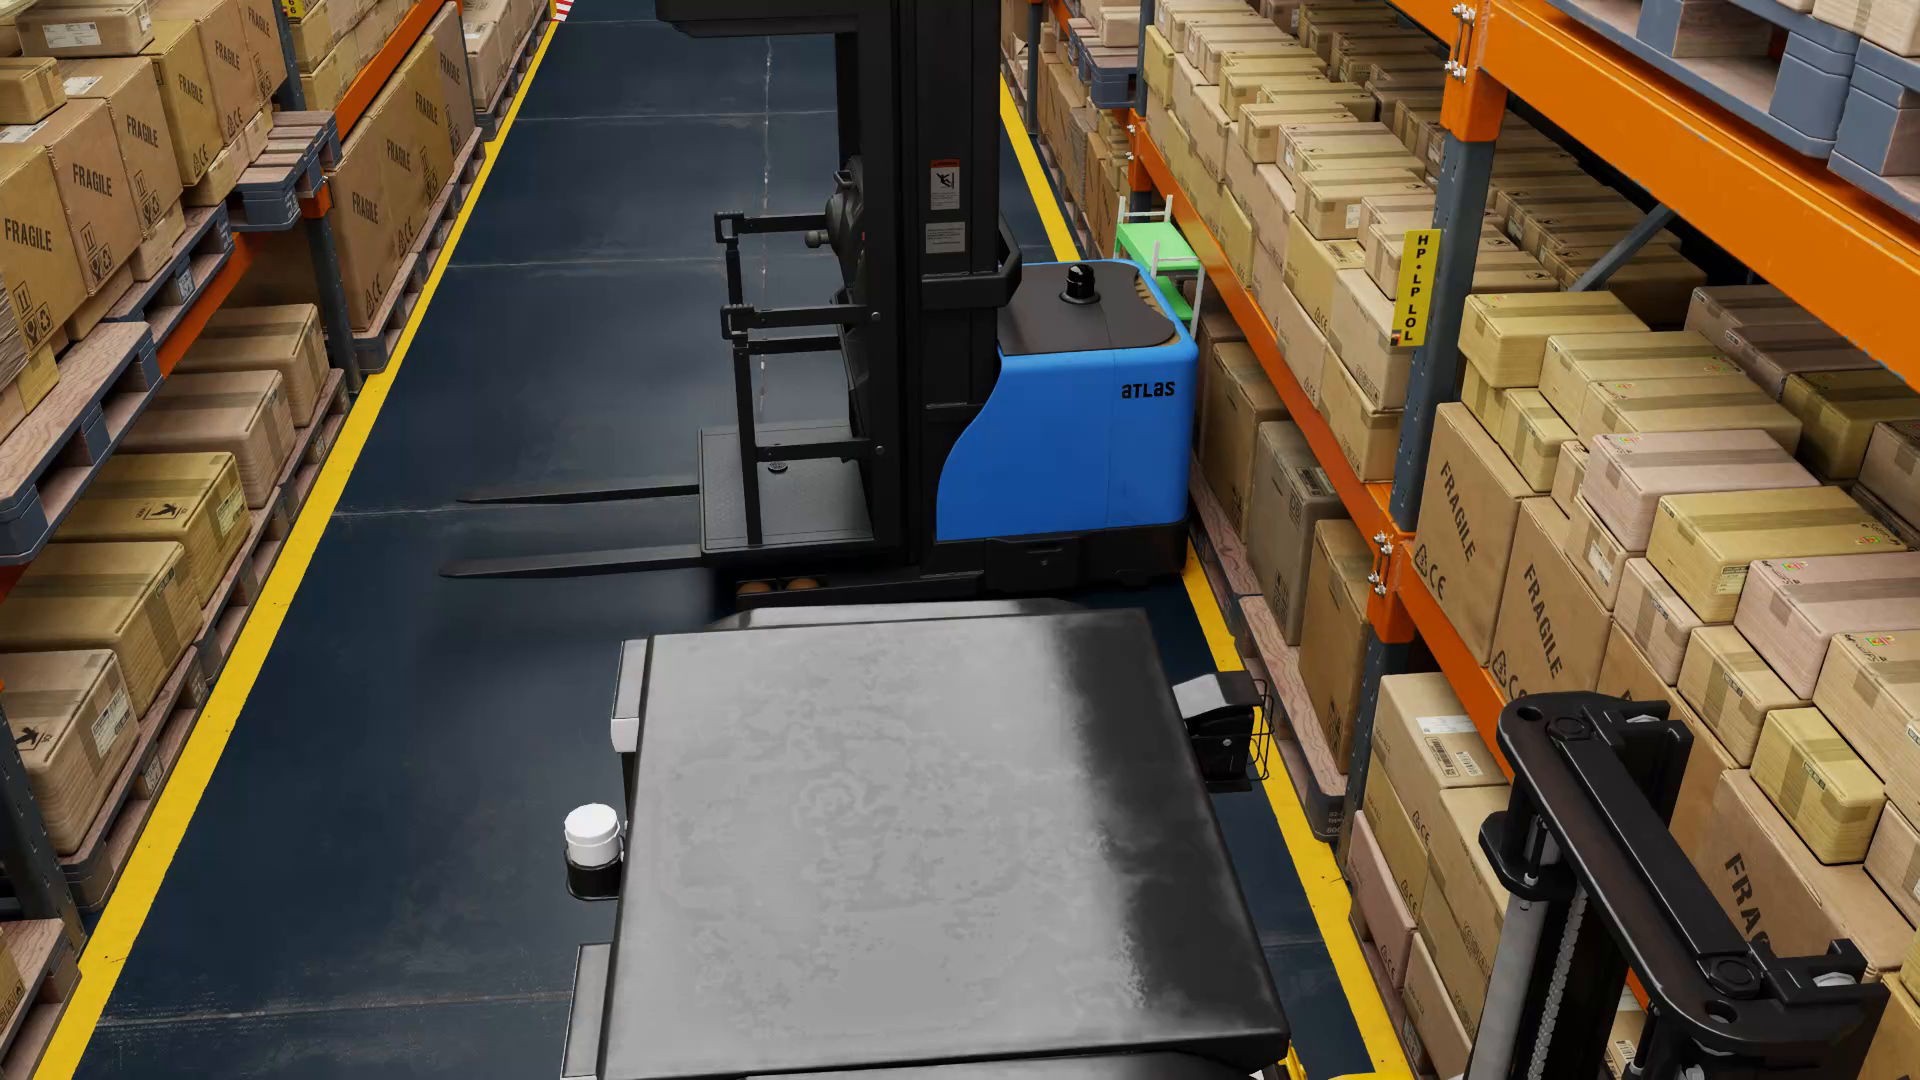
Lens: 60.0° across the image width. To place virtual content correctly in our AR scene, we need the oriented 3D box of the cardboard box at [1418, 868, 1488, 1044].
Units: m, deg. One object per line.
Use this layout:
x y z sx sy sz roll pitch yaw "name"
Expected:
1.528 1.075 4.310 0.500 0.250 0.500 -3 31 -5 "cardboard box"

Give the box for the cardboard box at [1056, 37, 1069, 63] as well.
0.865 -3.366 11.356 0.380 0.149 0.250 -4 31 -6 "cardboard box"

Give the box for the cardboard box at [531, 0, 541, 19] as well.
-4.161 -4.865 14.558 0.875 0.438 0.875 -4 31 -6 "cardboard box"

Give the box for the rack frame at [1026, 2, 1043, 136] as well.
0.993 -4.314 11.547 1.000 3.000 0.127 -3 31 -5 "rack frame"

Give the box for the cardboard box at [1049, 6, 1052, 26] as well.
0.822 -3.634 11.515 0.380 0.149 0.250 -3 31 -5 "cardboard box"

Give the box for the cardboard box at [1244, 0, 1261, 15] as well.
1.475 -2.765 8.447 0.500 0.500 0.500 -1 31 -2 "cardboard box"

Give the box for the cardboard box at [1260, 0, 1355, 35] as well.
1.599 -2.437 7.674 0.380 0.149 0.250 -2 31 -3 "cardboard box"

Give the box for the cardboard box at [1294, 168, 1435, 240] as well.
1.319 -1.101 5.438 0.380 0.149 0.250 -4 31 -6 "cardboard box"

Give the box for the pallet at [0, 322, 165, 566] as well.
-3.127 -0.305 5.022 1.003 0.211 1.213 -3 31 -5 "pallet"

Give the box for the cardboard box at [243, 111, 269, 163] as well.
-3.144 -1.688 6.987 0.380 0.149 0.250 -3 31 -5 "cardboard box"

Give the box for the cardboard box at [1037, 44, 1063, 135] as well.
0.815 -3.163 11.649 0.500 0.500 0.500 -1 31 -2 "cardboard box"

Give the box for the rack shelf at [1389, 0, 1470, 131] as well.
1.554 -2.230 5.834 1.077 0.370 4.000 -3 31 -5 "rack shelf"

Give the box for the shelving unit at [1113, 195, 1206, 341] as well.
0.848 -0.892 7.515 0.258 1.200 0.503 -4 34 -12 "shelving unit"

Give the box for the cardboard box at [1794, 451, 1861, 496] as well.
2.101 -0.138 3.825 0.380 0.149 0.250 -2 31 -3 "cardboard box"

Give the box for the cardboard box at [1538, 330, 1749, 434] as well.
1.607 -0.373 3.930 0.380 0.149 0.250 -2 31 -4 "cardboard box"

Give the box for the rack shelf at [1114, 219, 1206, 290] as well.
0.871 -1.238 7.286 0.258 0.148 0.480 -4 34 -12 "rack shelf"

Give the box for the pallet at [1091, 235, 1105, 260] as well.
1.335 -1.458 9.484 1.003 0.211 1.213 -3 31 -5 "pallet"

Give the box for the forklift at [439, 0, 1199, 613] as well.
-0.616 -1.211 6.419 3.031 2.935 1.130 -4 31 -7 "forklift"

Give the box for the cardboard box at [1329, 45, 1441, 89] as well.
1.738 -1.914 6.800 0.380 0.149 0.250 -3 31 -5 "cardboard box"

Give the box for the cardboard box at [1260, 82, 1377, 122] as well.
1.355 -1.630 6.323 0.380 0.149 0.250 -3 31 -5 "cardboard box"

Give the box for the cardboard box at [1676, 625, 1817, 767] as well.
1.600 0.279 3.127 0.380 0.149 0.250 -4 31 -6 "cardboard box"

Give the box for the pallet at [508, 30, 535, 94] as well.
-4.058 -3.893 13.562 1.003 0.211 1.213 -3 31 -5 "pallet"

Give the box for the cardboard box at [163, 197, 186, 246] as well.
-3.086 -1.161 6.104 0.380 0.149 0.250 -4 31 -6 "cardboard box"

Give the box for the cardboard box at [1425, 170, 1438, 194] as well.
1.875 -1.171 5.944 0.500 0.250 0.500 -3 31 -6 "cardboard box"

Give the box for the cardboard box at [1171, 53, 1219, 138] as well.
1.211 -1.928 7.212 0.500 0.250 0.500 -2 31 -3 "cardboard box"

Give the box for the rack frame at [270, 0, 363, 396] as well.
-3.574 -2.032 7.727 1.000 3.000 0.127 -3 31 -5 "rack frame"

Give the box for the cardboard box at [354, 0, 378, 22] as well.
-3.457 -2.972 8.959 0.500 0.250 0.500 -3 31 -5 "cardboard box"

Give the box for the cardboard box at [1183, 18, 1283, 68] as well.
1.179 -2.150 7.194 0.380 0.149 0.250 -2 31 -3 "cardboard box"

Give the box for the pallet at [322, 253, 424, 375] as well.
-3.573 -1.241 9.122 1.003 0.211 1.213 -3 31 -5 "pallet"

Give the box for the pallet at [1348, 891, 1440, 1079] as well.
1.773 1.376 4.741 1.003 0.211 1.213 -3 31 -5 "pallet"

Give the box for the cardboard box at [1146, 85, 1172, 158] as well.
1.165 -1.969 7.768 0.500 0.250 0.500 -3 31 -4 "cardboard box"

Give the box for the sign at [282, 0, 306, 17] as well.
-3.035 -2.526 7.502 0.100 0.325 0.005 -3 31 -5 "sign"

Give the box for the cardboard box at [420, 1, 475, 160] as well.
-3.811 -3.030 11.059 0.875 0.875 0.875 -2 31 -3 "cardboard box"

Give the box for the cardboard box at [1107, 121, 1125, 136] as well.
1.052 -2.309 9.586 0.380 0.149 0.250 -2 31 -3 "cardboard box"

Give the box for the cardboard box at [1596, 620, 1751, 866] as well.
1.636 0.490 3.407 0.500 0.500 0.500 -3 31 -5 "cardboard box"

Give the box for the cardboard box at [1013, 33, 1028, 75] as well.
0.616 -3.773 12.898 0.396 0.266 0.258 -2 31 -3 "cardboard box"

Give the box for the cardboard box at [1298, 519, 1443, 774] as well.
1.681 0.344 5.655 0.875 0.625 0.625 -1 31 -2 "cardboard box"

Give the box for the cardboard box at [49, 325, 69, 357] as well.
-3.055 -0.629 5.213 0.380 0.149 0.250 -1 31 -1 "cardboard box"

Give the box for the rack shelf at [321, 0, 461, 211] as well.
-3.761 -2.744 9.621 1.077 0.370 4.000 -3 31 -5 "rack shelf"

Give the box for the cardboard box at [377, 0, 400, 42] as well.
-3.528 -3.011 9.512 0.500 0.250 0.500 -3 31 -5 "cardboard box"

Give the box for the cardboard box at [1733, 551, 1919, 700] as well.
1.675 0.152 3.050 0.380 0.149 0.250 -3 31 -5 "cardboard box"

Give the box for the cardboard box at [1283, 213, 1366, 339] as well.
1.385 -0.881 5.458 0.500 0.250 0.500 -4 31 -6 "cardboard box"

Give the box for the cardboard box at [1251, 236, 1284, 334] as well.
1.365 -0.921 6.014 0.500 0.250 0.500 -3 31 -4 "cardboard box"

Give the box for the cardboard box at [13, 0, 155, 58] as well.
-3.141 -1.840 5.975 0.380 0.149 0.250 -4 31 -7 "cardboard box"

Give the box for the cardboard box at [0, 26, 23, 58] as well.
-3.651 -1.606 6.216 0.500 0.500 0.500 -2 31 -4 "cardboard box"

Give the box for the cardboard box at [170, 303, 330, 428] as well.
-3.532 -0.795 7.809 0.950 0.372 0.625 -5 31 -8 "cardboard box"

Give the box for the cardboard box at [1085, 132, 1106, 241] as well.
1.026 -2.108 9.881 0.500 0.500 0.500 -1 31 -2 "cardboard box"

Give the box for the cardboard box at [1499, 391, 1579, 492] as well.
1.534 -0.243 4.002 0.380 0.149 0.250 -2 31 -3 "cardboard box"

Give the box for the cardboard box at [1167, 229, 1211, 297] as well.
1.412 -1.113 8.095 0.875 0.625 0.625 -2 31 -3 "cardboard box"

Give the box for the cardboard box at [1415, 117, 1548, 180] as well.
1.855 -1.394 5.929 0.380 0.149 0.250 -3 31 -5 "cardboard box"

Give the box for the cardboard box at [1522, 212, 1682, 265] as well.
1.949 -0.880 5.068 0.380 0.149 0.250 -4 31 -6 "cardboard box"

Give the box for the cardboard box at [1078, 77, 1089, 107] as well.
0.946 -2.840 10.475 0.380 0.149 0.250 -2 31 -3 "cardboard box"

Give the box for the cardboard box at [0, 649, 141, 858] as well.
-3.252 0.690 5.322 0.950 0.372 0.625 -2 31 -4 "cardboard box"

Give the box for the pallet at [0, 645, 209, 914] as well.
-3.275 0.810 5.688 1.003 0.211 1.213 -3 31 -5 "pallet"

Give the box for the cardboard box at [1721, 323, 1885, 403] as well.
2.054 -0.400 3.974 0.380 0.149 0.250 -4 31 -6 "cardboard box"

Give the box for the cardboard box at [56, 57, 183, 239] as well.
-3.098 -1.364 5.812 0.500 0.500 0.500 -4 31 -7 "cardboard box"
